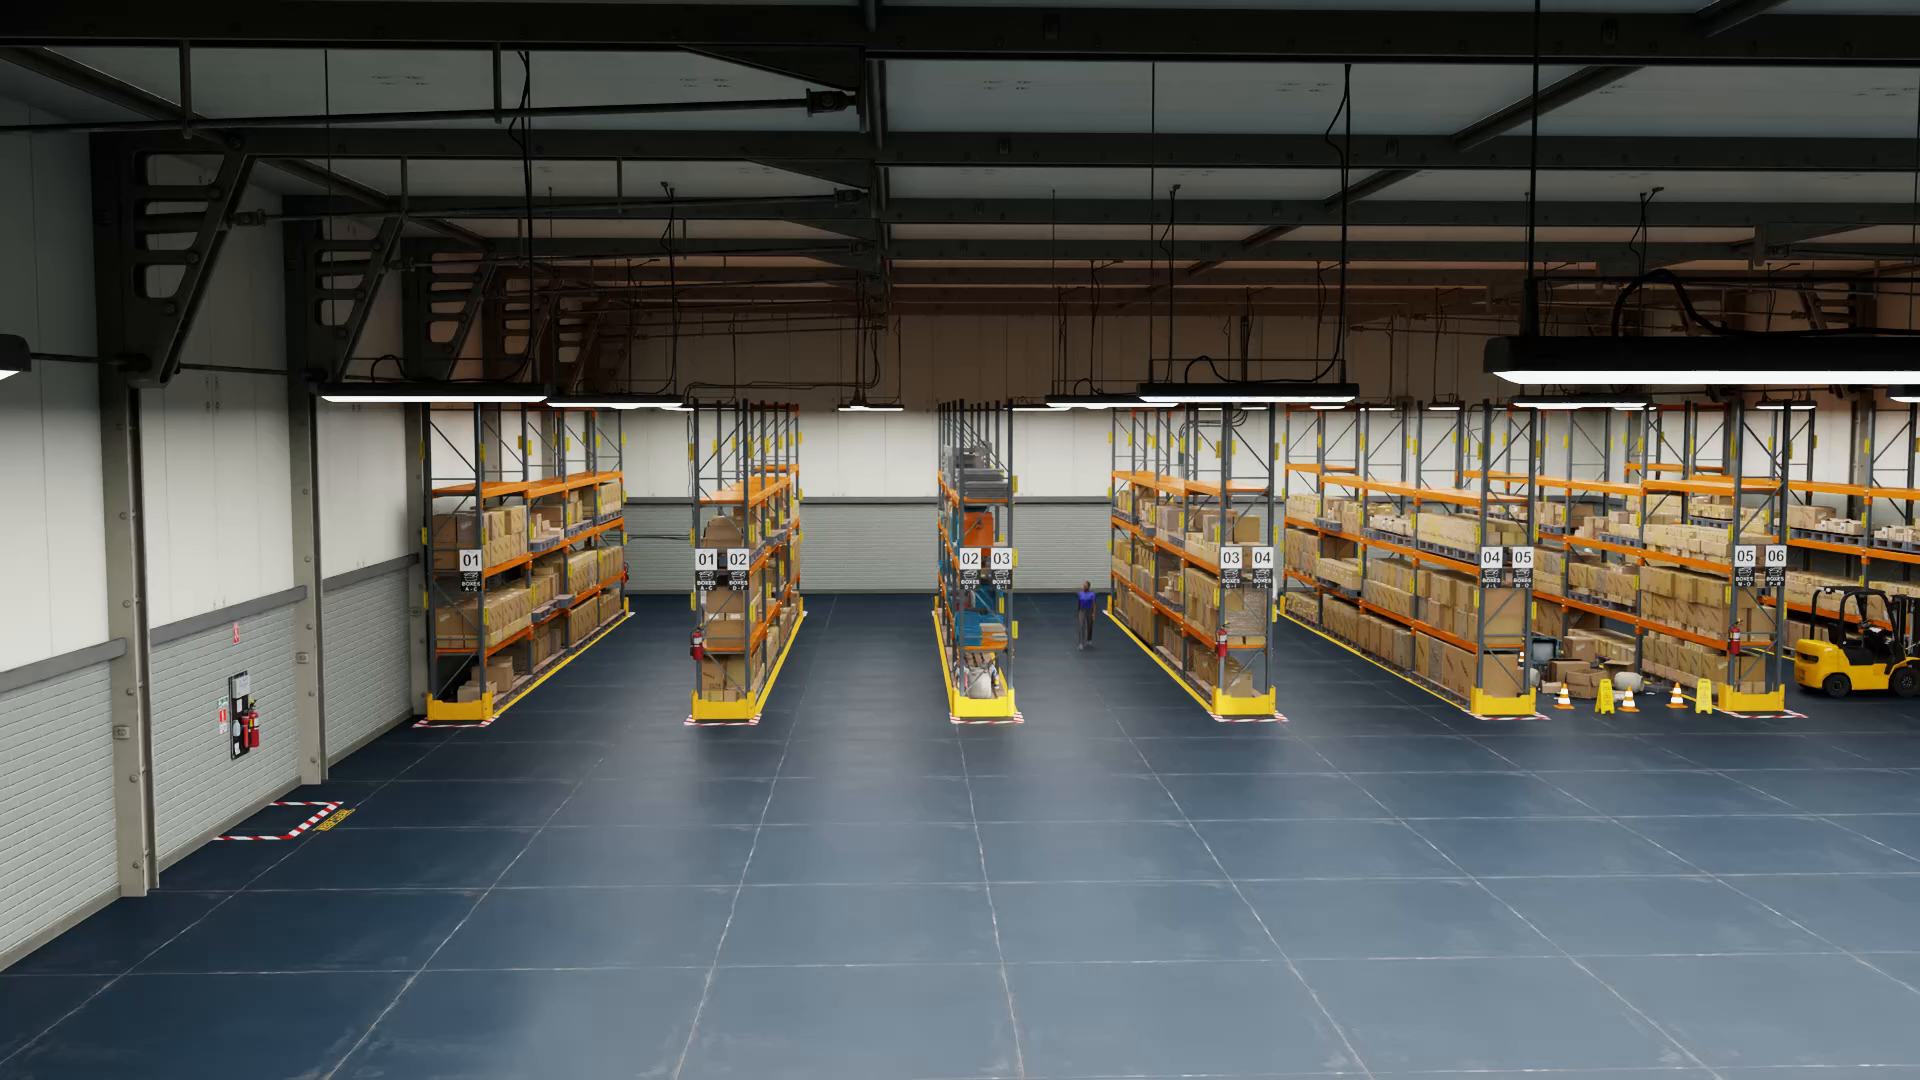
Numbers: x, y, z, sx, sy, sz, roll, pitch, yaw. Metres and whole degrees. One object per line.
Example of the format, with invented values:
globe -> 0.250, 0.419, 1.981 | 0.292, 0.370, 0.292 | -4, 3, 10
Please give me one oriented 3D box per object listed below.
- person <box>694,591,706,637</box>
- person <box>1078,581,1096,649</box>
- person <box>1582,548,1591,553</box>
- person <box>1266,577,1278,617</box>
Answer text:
person -> -6.592, 1.659, 42.566 | 0.503, 1.679, 0.490 | 2, 5, 22
person -> 3.103, 1.812, 40.668 | 0.464, 1.614, 0.979 | 1, 4, 7
person -> 18.593, 1.112, 49.231 | 1.069, 1.747, 0.513 | 0, 4, -2
person -> 7.995, 1.548, 43.275 | 0.552, 1.717, 1.114 | 0, 4, -6
